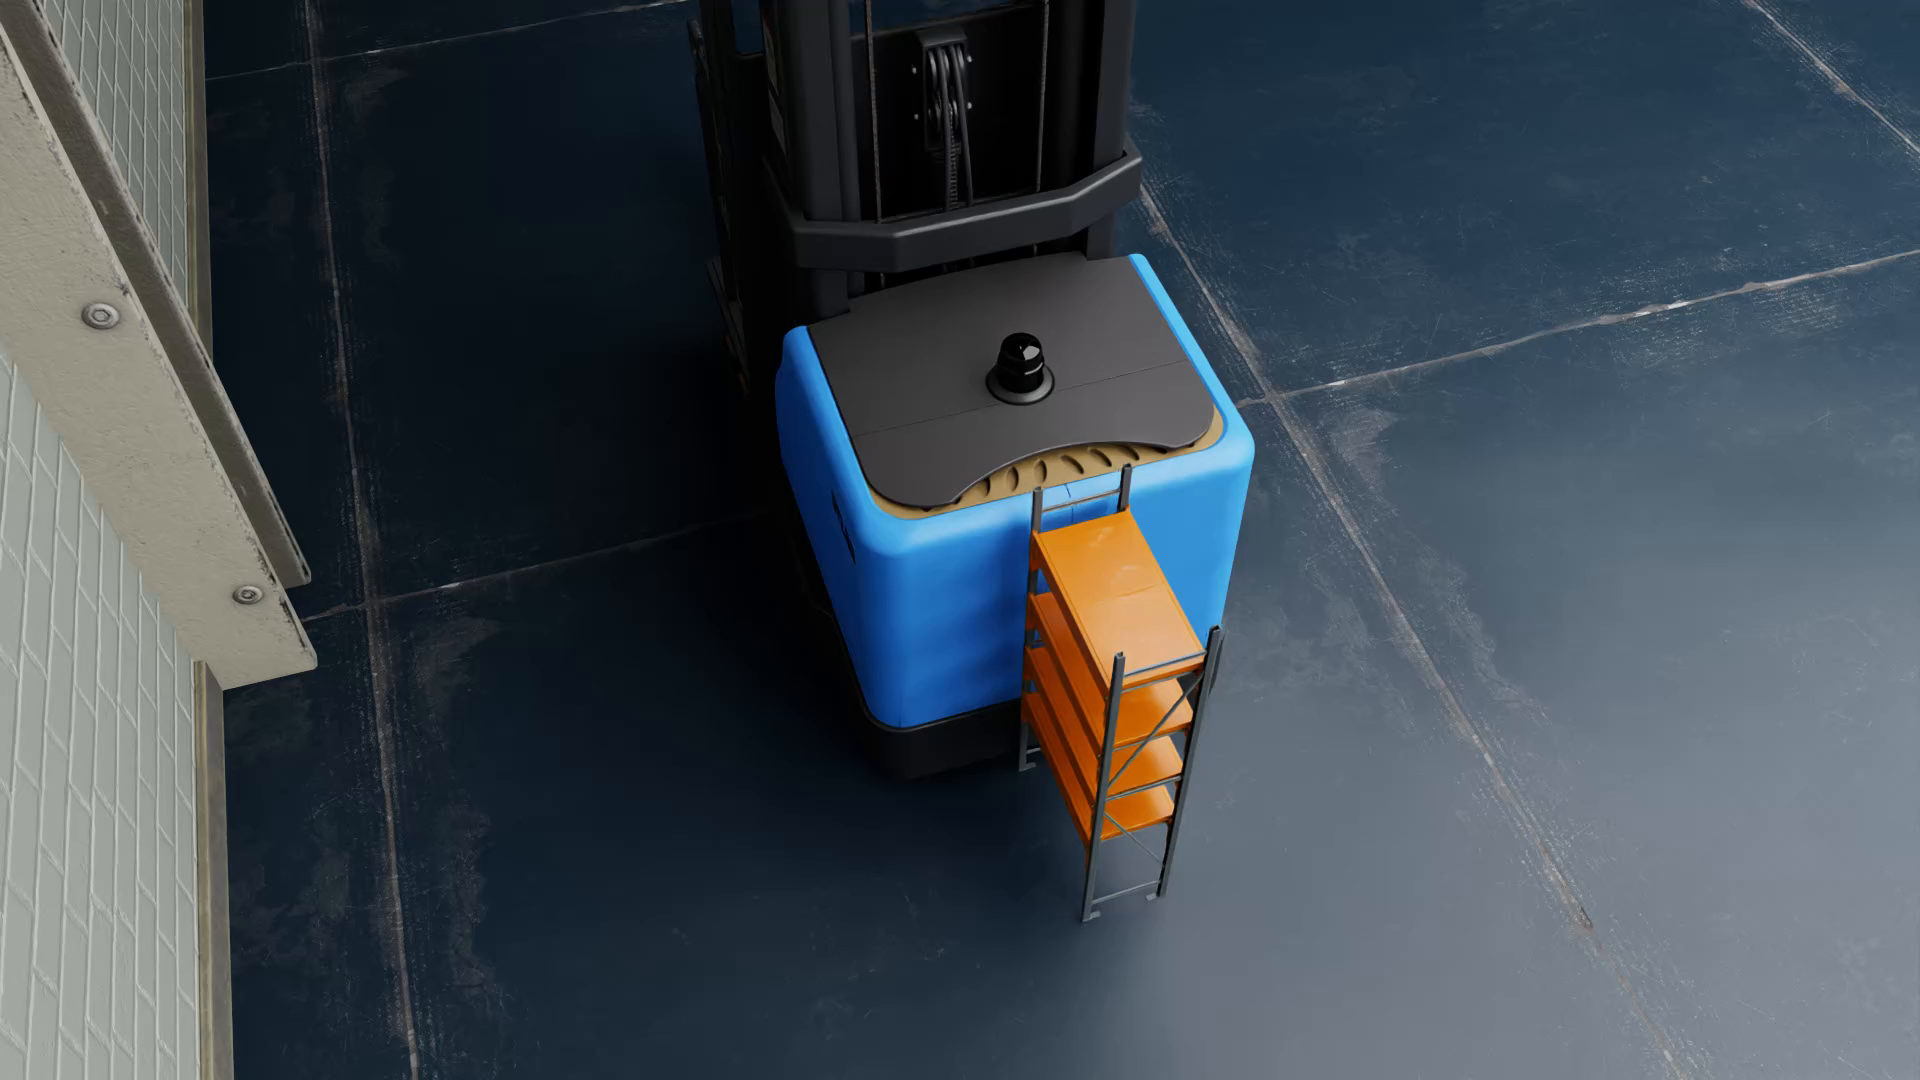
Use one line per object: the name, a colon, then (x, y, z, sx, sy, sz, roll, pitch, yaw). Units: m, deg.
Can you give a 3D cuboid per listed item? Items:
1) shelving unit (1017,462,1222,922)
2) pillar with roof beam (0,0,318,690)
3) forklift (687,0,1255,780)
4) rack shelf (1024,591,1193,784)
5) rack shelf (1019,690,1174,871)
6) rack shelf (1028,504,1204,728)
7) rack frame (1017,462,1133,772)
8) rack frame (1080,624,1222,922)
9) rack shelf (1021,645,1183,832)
shelving unit: (0.358, 0.416, 4.110, 0.258, 1.200, 0.503, -15, 52, -12)
pillar with roof beam: (2.001, -3.605, 2.403, 9.100, 9.000, 0.400, -13, 51, -11)
forklift: (-0.194, -1.438, 4.545, 1.130, 2.935, 3.031, -14, 51, -11)
rack shelf: (0.358, 0.317, 3.990, 0.258, 0.148, 0.480, -15, 52, -12)
rack shelf: (0.357, 0.585, 4.315, 0.258, 0.148, 0.480, -15, 52, -12)
rack shelf: (0.359, 0.166, 3.807, 0.258, 0.148, 0.480, -15, 52, -12)
rack frame: (0.279, 0.238, 4.257, 0.240, 1.200, 0.015, -15, 52, -12)
rack frame: (0.437, 0.595, 3.964, 0.240, 1.200, 0.015, -15, 52, -12)
rack shelf: (0.358, 0.459, 4.162, 0.258, 0.148, 0.480, -15, 52, -12)
